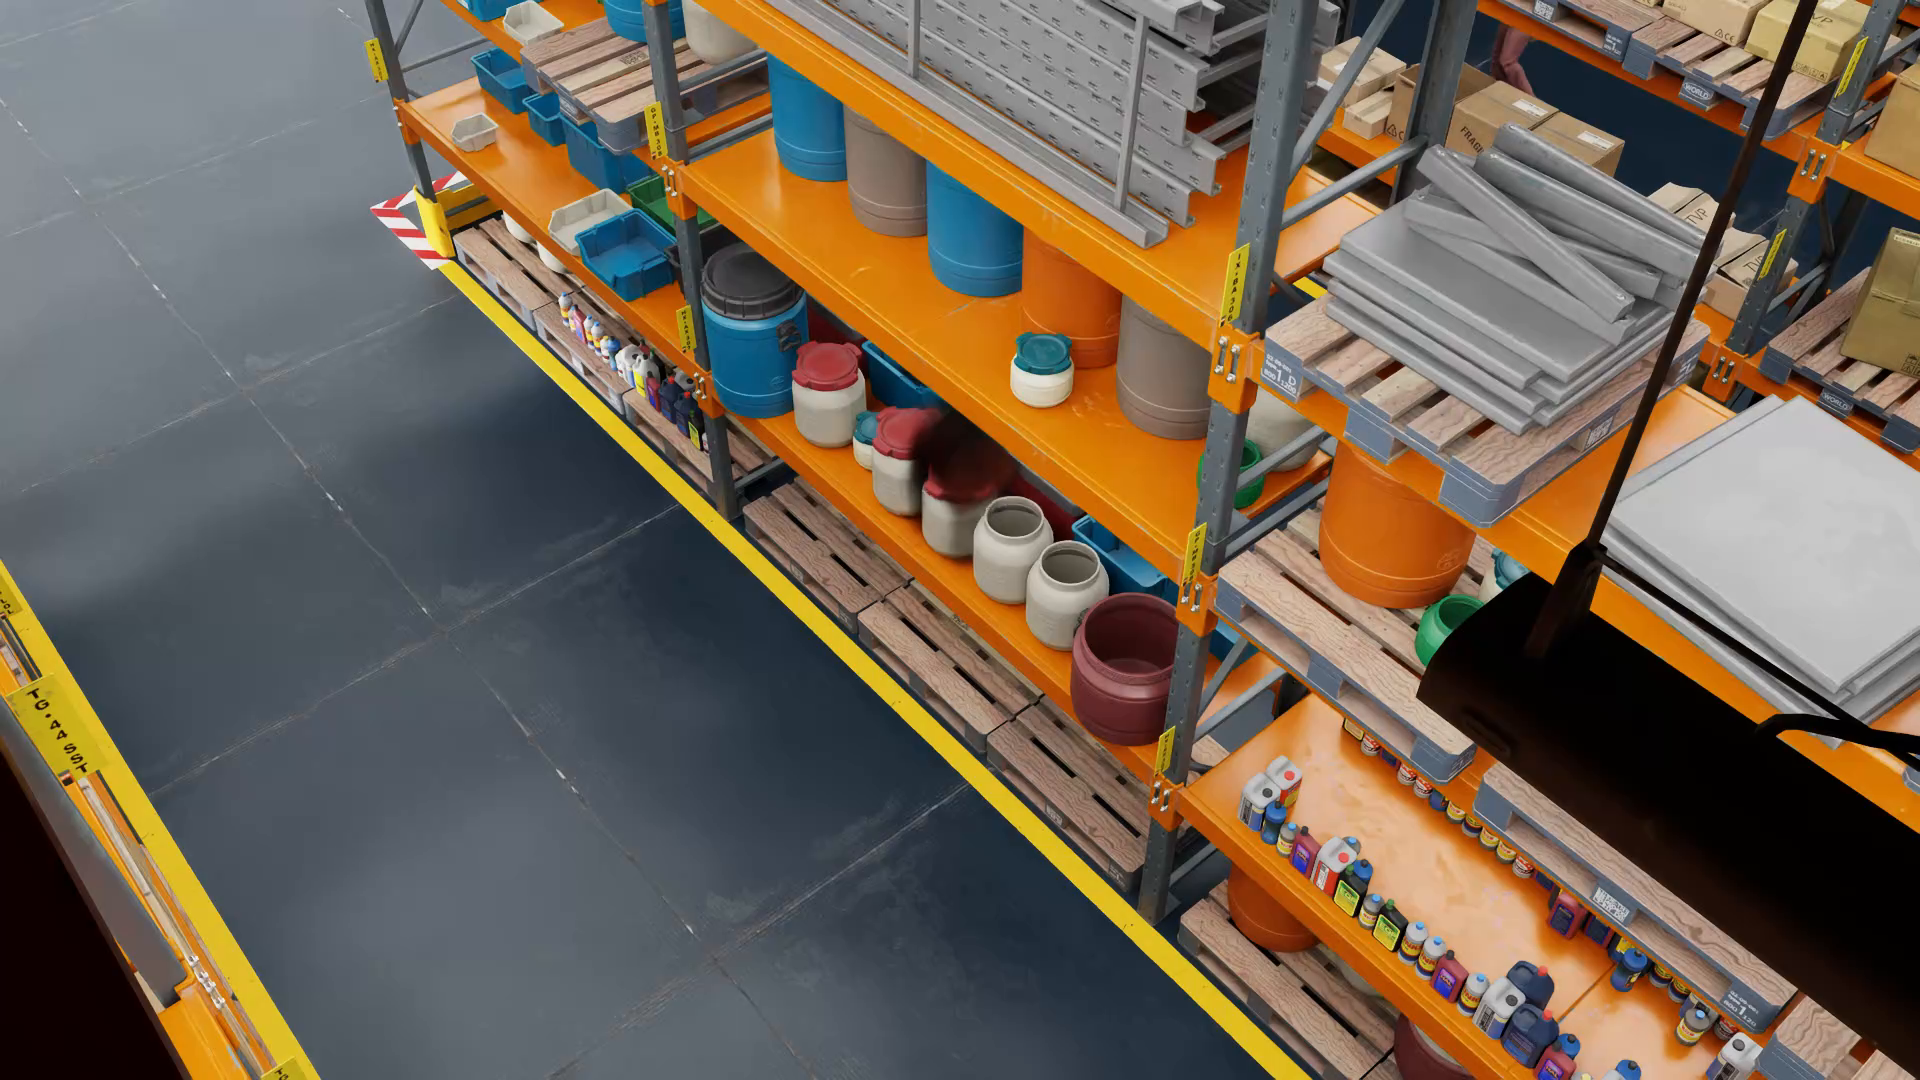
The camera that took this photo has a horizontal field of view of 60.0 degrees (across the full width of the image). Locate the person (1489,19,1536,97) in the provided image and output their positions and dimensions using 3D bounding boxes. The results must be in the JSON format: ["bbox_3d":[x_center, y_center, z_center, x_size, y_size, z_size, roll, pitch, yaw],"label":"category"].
[{"bbox_3d":[4.723,-4.405,14.021,0.452,1.672,0.516,-11,48,-10],"label":"person"}]
